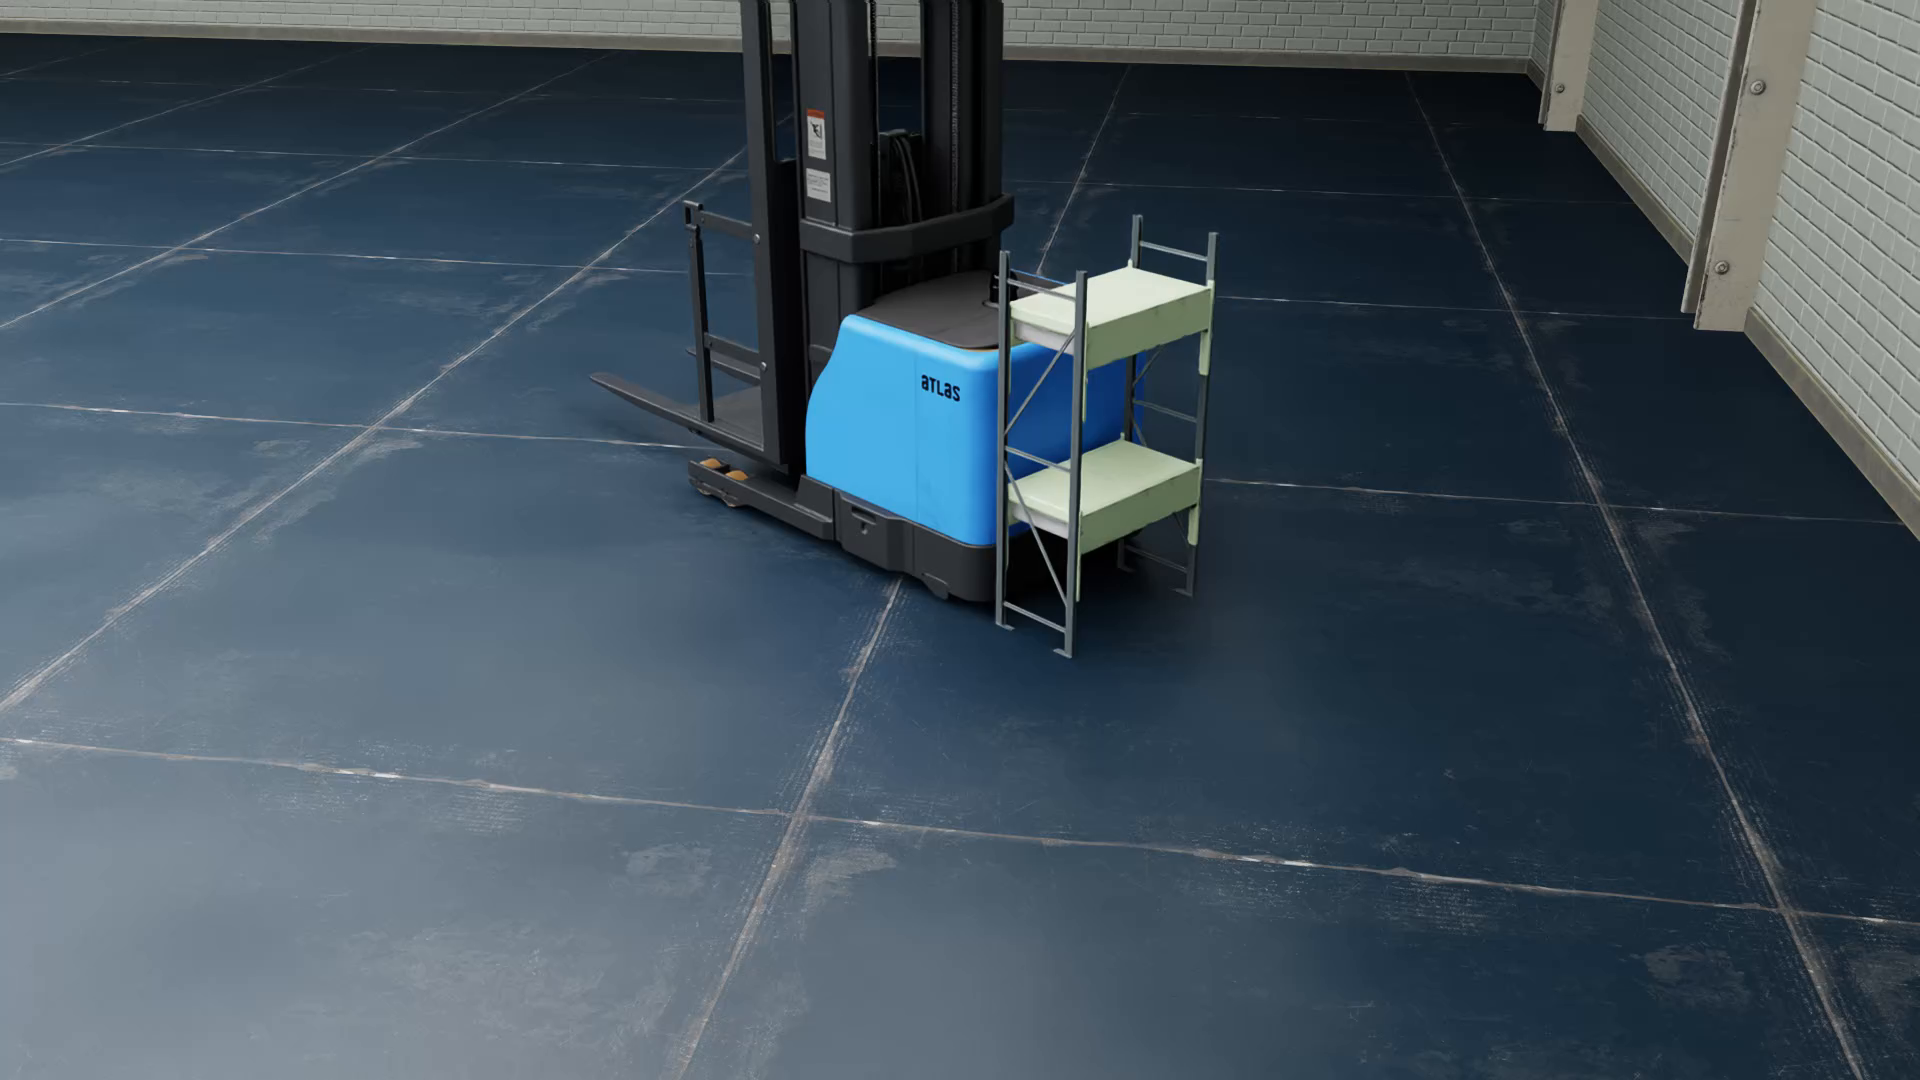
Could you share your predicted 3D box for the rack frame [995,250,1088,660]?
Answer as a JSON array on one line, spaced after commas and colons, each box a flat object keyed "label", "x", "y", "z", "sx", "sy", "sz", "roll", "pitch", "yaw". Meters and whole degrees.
[{"label": "rack frame", "x": 0.288, "y": -0.290, "z": 6.101, "sx": 0.023, "sy": 1.500, "sz": 0.400, "roll": -23, "pitch": 33, "yaw": -39}]

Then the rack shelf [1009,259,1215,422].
[{"label": "rack shelf", "x": 0.548, "y": -0.753, "z": 6.168, "sx": 0.720, "sy": 0.370, "sz": 0.431, "roll": -23, "pitch": 33, "yaw": -39}]

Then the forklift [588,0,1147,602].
[{"label": "forklift", "x": -0.609, "y": -1.612, "z": 7.236, "sx": 1.130, "sy": 2.935, "sz": 3.031, "roll": -23, "pitch": 33, "yaw": -39}]

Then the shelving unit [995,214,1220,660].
[{"label": "shelving unit", "x": 0.548, "y": -0.399, "z": 6.334, "sx": 0.755, "sy": 1.500, "sz": 0.431, "roll": -23, "pitch": 33, "yaw": -39}]

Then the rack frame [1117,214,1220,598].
[{"label": "rack frame", "x": 0.809, "y": -0.508, "z": 6.566, "sx": 0.023, "sy": 1.500, "sz": 0.400, "roll": -23, "pitch": 33, "yaw": -39}]

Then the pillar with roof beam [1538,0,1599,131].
[{"label": "pillar with roof beam", "x": 1.314, "y": -8.215, "z": 14.186, "sx": 9.100, "sy": 9.000, "sz": 0.400, "roll": 4, "pitch": 25, "yaw": 9}]

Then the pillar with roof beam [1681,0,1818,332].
[{"label": "pillar with roof beam", "x": 0.333, "y": -5.706, "z": 8.825, "sx": 9.100, "sy": 9.000, "sz": 0.400, "roll": 4, "pitch": 25, "yaw": 9}]

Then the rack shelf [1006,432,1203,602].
[{"label": "rack shelf", "x": 0.548, "y": -0.104, "z": 6.472, "sx": 0.720, "sy": 0.370, "sz": 0.431, "roll": -23, "pitch": 33, "yaw": -39}]
